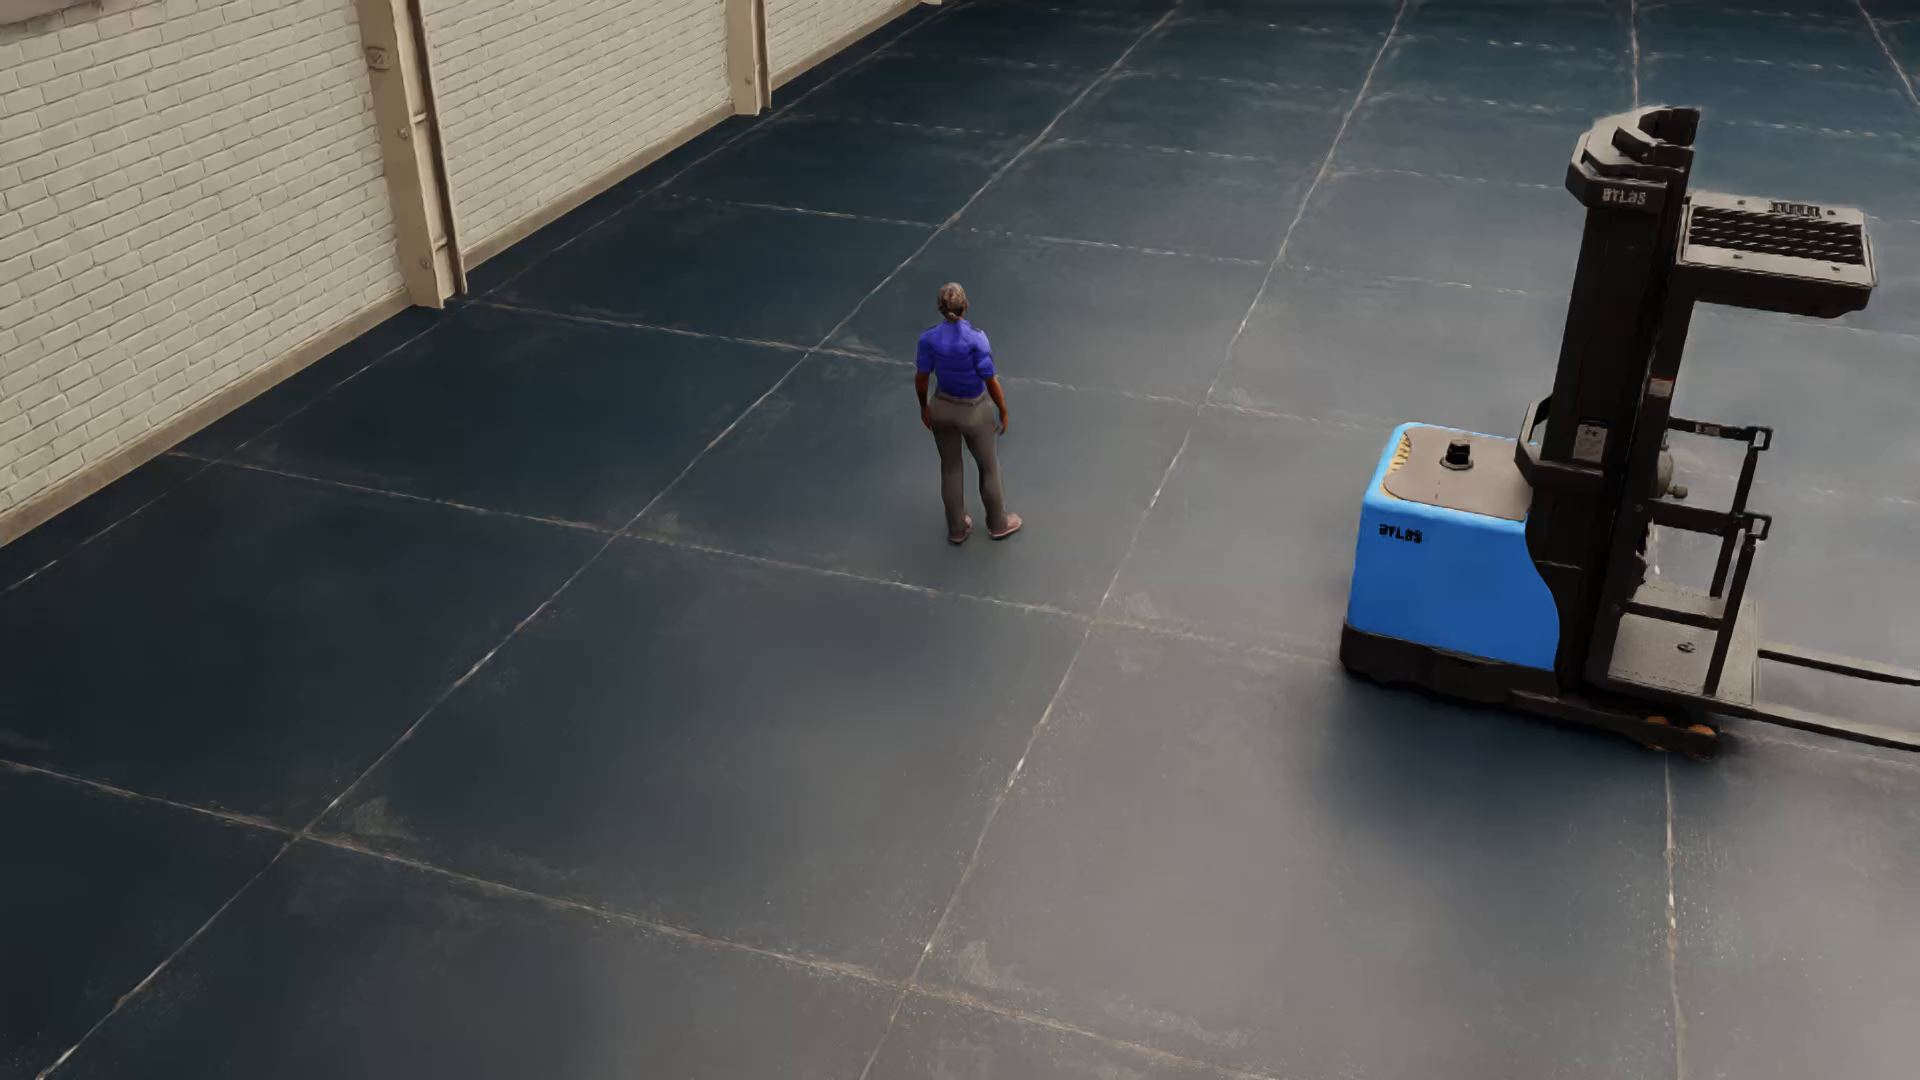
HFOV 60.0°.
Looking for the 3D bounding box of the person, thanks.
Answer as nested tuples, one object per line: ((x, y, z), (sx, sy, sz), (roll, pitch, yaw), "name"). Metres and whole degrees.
((0.047, -0.758, 9.752), (0.570, 1.642, 0.503), (10, 31, 16), "person")

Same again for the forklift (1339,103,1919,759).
((3.582, -0.493, 8.001), (3.031, 2.935, 1.130), (12, 32, 20), "forklift")
